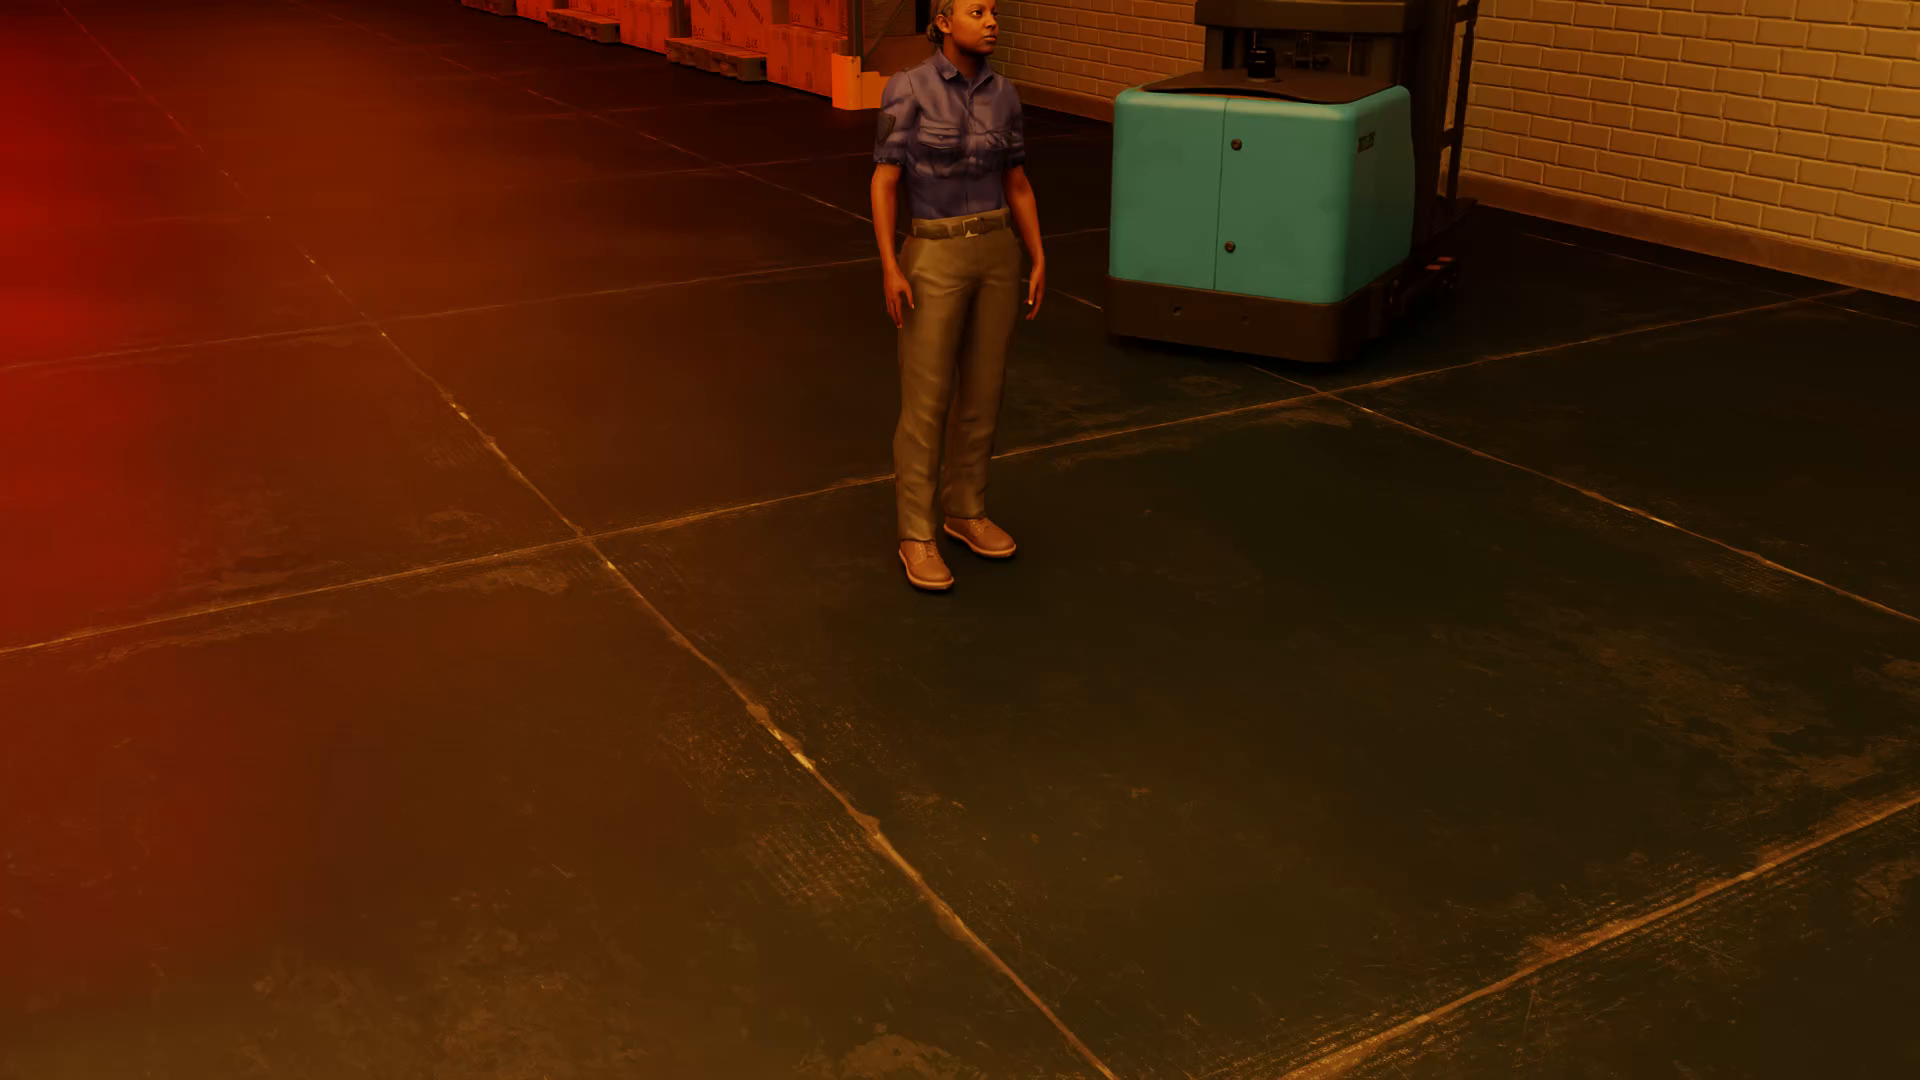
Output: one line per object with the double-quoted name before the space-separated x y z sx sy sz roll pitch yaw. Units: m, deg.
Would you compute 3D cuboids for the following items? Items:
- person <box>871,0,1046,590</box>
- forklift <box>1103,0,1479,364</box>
"person" 0.027 -0.739 4.739 0.570 1.654 0.504 -12 25 -28
"forklift" 1.783 -2.581 7.565 1.130 2.935 3.031 12 25 27
